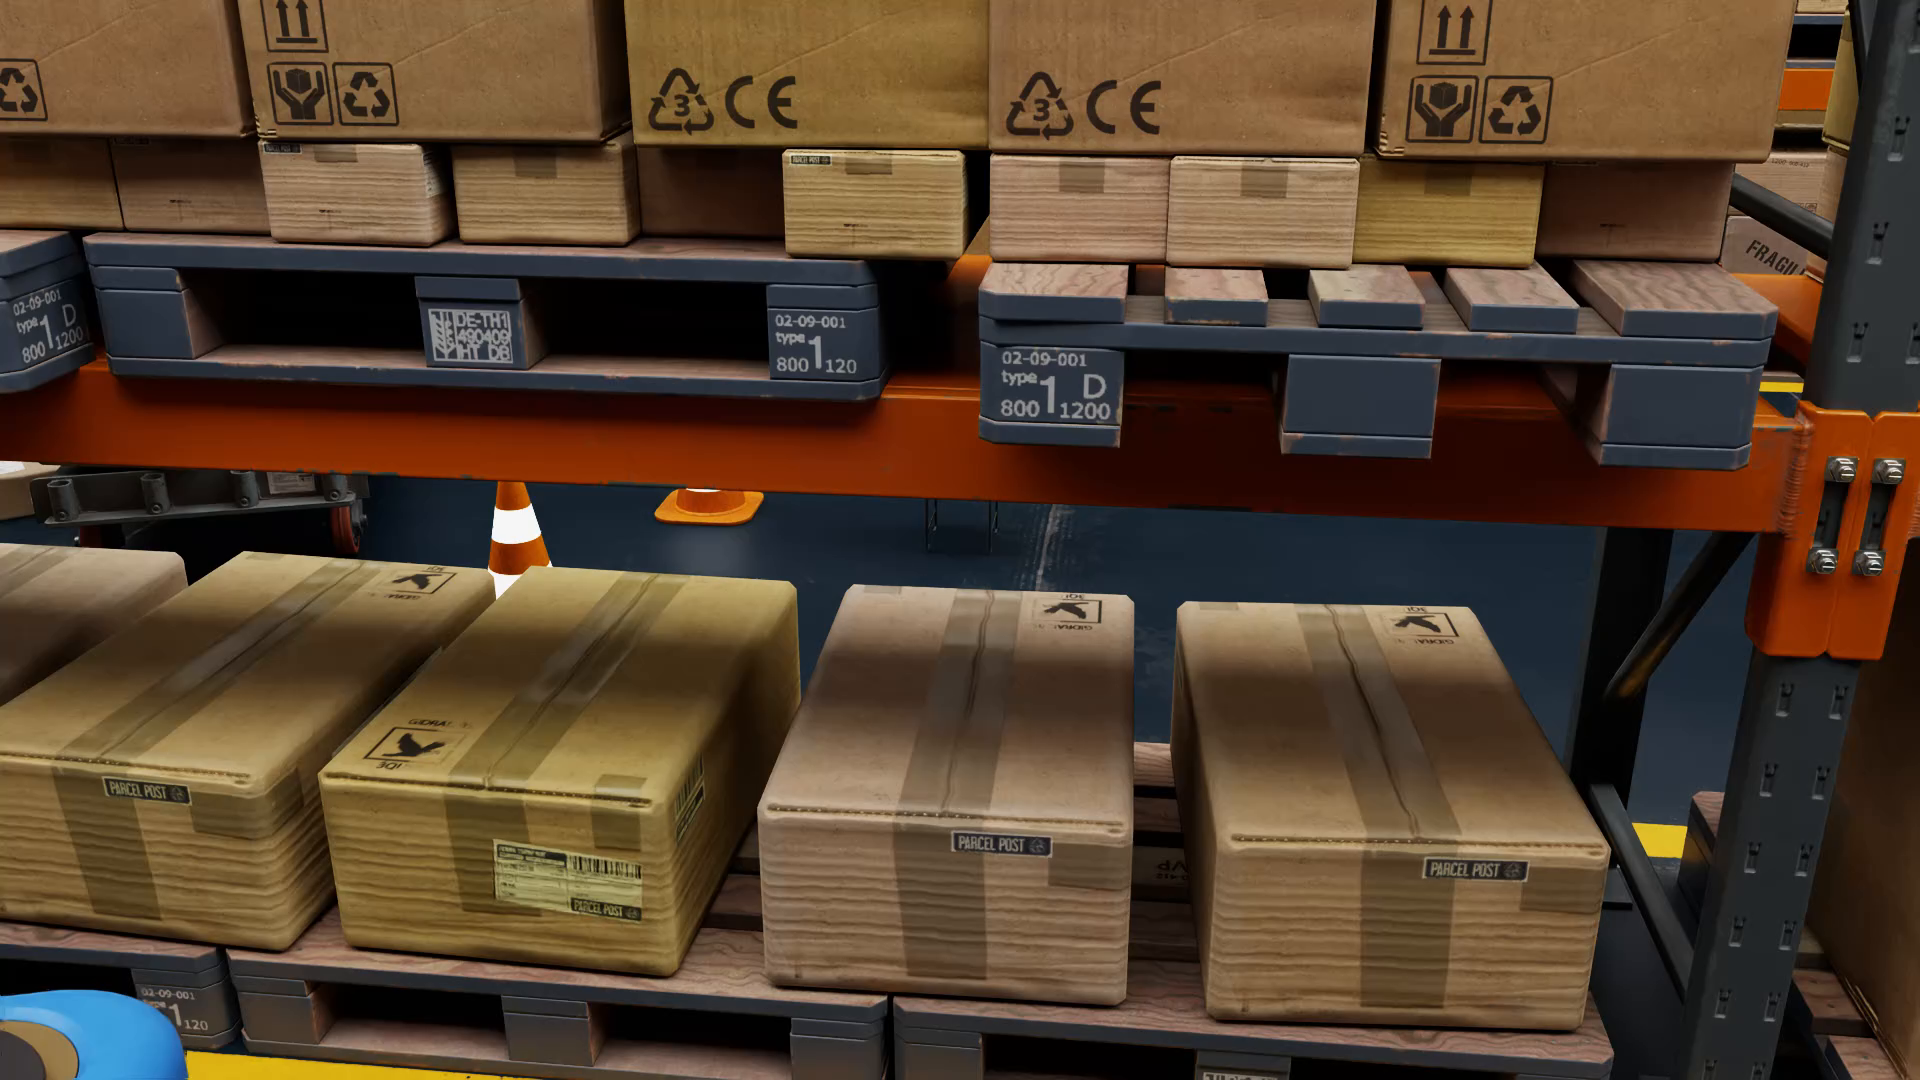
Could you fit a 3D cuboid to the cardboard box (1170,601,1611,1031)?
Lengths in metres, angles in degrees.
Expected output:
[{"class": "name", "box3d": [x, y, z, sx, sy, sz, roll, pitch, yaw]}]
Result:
[{"class": "cardboard box", "box3d": [0.751, 0.477, 3.157, 0.625, 0.372, 0.950, 1, 22, 3]}]

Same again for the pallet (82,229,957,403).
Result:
[{"class": "pallet", "box3d": [-0.660, -0.503, 2.894, 1.213, 0.211, 1.003, 2, 22, 6]}]

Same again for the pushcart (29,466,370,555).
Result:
[{"class": "pushcart", "box3d": [-2.442, -0.310, 5.711, 0.936, 0.377, 1.648, -5, 22, -12]}]

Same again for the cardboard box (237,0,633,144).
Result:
[{"class": "cardboard box", "box3d": [-0.731, -0.884, 2.484, 0.500, 0.500, 0.500, 2, 22, 4]}]

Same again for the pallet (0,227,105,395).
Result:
[{"class": "pallet", "box3d": [-1.919, -0.520, 2.935, 1.213, 0.211, 1.003, 2, 22, 6]}]

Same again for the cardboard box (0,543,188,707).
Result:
[{"class": "cardboard box", "box3d": [-2.140, 0.354, 3.469, 0.625, 0.372, 0.950, 3, 22, 7]}]

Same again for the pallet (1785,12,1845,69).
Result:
[{"class": "pallet", "box3d": [3.764, -2.174, 7.119, 1.213, 0.211, 1.003, 2, 22, 6]}]

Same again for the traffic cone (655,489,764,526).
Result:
[{"class": "traffic cone", "box3d": [-0.859, -0.325, 5.633, 0.334, 0.463, 0.336, 2, 22, 6]}]

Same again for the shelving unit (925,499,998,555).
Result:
[{"class": "shelving unit", "box3d": [0.008, -0.418, 5.273, 0.210, 0.900, 0.258, 2, 22, 6]}]

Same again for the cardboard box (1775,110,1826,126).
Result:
[{"class": "cardboard box", "box3d": [5.812, -3.195, 11.759, 0.875, 0.875, 1.225, 3, 22, 6]}]

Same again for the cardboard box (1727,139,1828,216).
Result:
[{"class": "cardboard box", "box3d": [3.443, -1.549, 7.087, 0.500, 0.250, 0.500, 3, 22, 7]}]

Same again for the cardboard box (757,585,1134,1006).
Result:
[{"class": "cardboard box", "box3d": [0.017, 0.448, 3.230, 0.625, 0.372, 0.950, 2, 22, 5]}]

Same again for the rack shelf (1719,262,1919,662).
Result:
[{"class": "rack shelf", "box3d": [3.297, -0.101, 2.594, 4.000, 0.370, 1.077, 2, 22, 6]}]

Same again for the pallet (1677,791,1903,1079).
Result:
[{"class": "pallet", "box3d": [2.085, 0.836, 3.037, 1.213, 0.211, 1.003, 2, 22, 6]}]

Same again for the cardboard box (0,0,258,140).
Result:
[{"class": "cardboard box", "box3d": [-1.242, -0.902, 2.530, 0.500, 0.500, 0.500, 2, 22, 6]}]

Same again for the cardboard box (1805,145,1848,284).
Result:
[{"class": "cardboard box", "box3d": [1.844, -0.525, 2.892, 0.500, 0.250, 0.500, 2, 22, 4]}]

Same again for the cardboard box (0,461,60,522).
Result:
[{"class": "cardboard box", "box3d": [-3.218, -0.242, 5.692, 0.396, 0.266, 0.258, -14, 25, -31]}]

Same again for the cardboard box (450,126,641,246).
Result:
[{"class": "cardboard box", "box3d": [-0.590, -0.567, 2.564, 0.250, 0.149, 0.380, 2, 22, 5]}]

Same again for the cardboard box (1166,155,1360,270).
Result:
[{"class": "cardboard box", "box3d": [0.428, -0.508, 2.416, 0.250, 0.149, 0.380, 2, 22, 6]}]

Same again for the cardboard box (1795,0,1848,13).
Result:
[{"class": "cardboard box", "box3d": [3.531, -2.262, 6.853, 0.250, 0.149, 0.380, 3, 22, 7]}]

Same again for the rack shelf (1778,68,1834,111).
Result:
[{"class": "rack shelf", "box3d": [3.779, -1.912, 7.176, 4.000, 0.370, 1.077, 2, 22, 6]}]

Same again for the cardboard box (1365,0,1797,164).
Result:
[{"class": "cardboard box", "box3d": [0.827, -0.820, 2.323, 0.500, 0.500, 0.500, 2, 22, 5]}]

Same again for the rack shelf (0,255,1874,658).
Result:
[{"class": "rack shelf", "box3d": [-0.675, -0.274, 3.031, 4.000, 0.370, 1.077, 2, 22, 6]}]

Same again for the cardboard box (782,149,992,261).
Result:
[{"class": "cardboard box", "box3d": [-0.096, -0.529, 2.469, 0.250, 0.149, 0.380, 3, 22, 7]}]

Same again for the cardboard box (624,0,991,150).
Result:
[{"class": "cardboard box", "box3d": [-0.189, -0.860, 2.423, 0.500, 0.500, 0.500, 1, 22, 3]}]

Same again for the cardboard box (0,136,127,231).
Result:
[{"class": "cardboard box", "box3d": [-1.362, -0.609, 2.672, 0.250, 0.149, 0.380, 3, 22, 7]}]

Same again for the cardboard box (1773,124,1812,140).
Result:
[{"class": "cardboard box", "box3d": [3.509, -1.736, 7.559, 0.500, 0.250, 0.500, 3, 22, 8]}]

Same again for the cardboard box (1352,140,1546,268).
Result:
[{"class": "cardboard box", "box3d": [0.683, -0.514, 2.430, 0.250, 0.149, 0.380, 3, 22, 7]}]

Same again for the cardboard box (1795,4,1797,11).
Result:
[{"class": "cardboard box", "box3d": [3.281, -2.274, 6.883, 0.250, 0.149, 0.380, 3, 22, 8]}]

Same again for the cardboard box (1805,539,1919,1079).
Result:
[{"class": "cardboard box", "box3d": [1.987, 0.331, 2.841, 0.875, 0.875, 0.875, 2, 22, 6]}]

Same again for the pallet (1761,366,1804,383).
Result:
[{"class": "pallet", "box3d": [3.777, -0.949, 7.553, 1.213, 0.211, 1.003, 2, 22, 6]}]

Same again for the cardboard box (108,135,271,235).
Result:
[{"class": "cardboard box", "box3d": [-1.116, -0.598, 2.643, 0.250, 0.149, 0.380, 3, 22, 7]}]

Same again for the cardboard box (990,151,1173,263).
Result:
[{"class": "cardboard box", "box3d": [0.179, -0.522, 2.451, 0.250, 0.149, 0.380, 1, 22, 4]}]

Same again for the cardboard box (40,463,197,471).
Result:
[{"class": "cardboard box", "box3d": [-2.481, -0.536, 5.085, 0.500, 0.500, 0.500, 2, 22, 6]}]

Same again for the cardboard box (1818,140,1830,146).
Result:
[{"class": "cardboard box", "box3d": [3.961, -1.527, 7.031, 0.500, 0.250, 0.500, 2, 22, 4]}]

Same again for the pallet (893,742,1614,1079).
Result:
[{"class": "pallet", "box3d": [0.535, 0.740, 3.280, 1.213, 0.211, 1.003, 2, 22, 6]}]

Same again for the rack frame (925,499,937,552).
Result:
[{"class": "rack frame", "box3d": [-0.093, -0.423, 5.285, 0.006, 0.900, 0.240, 2, 22, 6]}]

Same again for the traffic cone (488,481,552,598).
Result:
[{"class": "traffic cone", "box3d": [-1.265, 0.027, 4.741, 0.334, 0.463, 0.336, 2, 22, 6]}]

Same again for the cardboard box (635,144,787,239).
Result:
[{"class": "cardboard box", "box3d": [-0.331, -0.586, 2.612, 0.250, 0.149, 0.380, 3, 22, 7]}]

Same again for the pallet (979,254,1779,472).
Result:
[{"class": "pallet", "box3d": [0.591, -0.425, 2.695, 1.003, 0.211, 1.213, 2, 22, 6]}]

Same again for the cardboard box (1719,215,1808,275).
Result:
[{"class": "cardboard box", "box3d": [3.476, -1.202, 7.228, 0.500, 0.500, 0.500, 2, 22, 5]}]

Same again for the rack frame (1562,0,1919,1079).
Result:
[{"class": "rack frame", "box3d": [1.311, -0.522, 2.680, 0.127, 3.000, 1.000, 2, 22, 6]}]

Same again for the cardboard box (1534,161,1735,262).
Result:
[{"class": "cardboard box", "box3d": [0.958, -0.529, 2.468, 0.250, 0.149, 0.380, 3, 22, 8]}]

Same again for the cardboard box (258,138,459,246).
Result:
[{"class": "cardboard box", "box3d": [-0.858, -0.568, 2.566, 0.250, 0.149, 0.380, 3, 22, 8]}]

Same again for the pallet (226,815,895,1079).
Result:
[{"class": "pallet", "box3d": [-0.673, 0.687, 3.416, 1.213, 0.211, 1.003, 2, 22, 6]}]

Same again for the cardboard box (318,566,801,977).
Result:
[{"class": "cardboard box", "box3d": [-0.735, 0.413, 3.319, 0.625, 0.372, 0.950, 3, 22, 8]}]

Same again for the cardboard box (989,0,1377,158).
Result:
[{"class": "cardboard box", "box3d": [0.312, -0.839, 2.369, 0.500, 0.500, 0.500, 2, 22, 5]}]

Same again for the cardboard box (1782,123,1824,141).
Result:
[{"class": "cardboard box", "box3d": [4.028, -1.716, 7.510, 0.500, 0.250, 0.500, 3, 22, 8]}]

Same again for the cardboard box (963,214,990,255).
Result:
[{"class": "cardboard box", "box3d": [0.331, -1.578, 7.841, 0.750, 0.750, 1.050, 3, 22, 7]}]

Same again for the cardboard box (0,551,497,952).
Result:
[{"class": "cardboard box", "box3d": [-1.426, 0.383, 3.393, 0.625, 0.372, 0.950, 4, 22, 10]}]

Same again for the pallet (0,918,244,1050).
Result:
[{"class": "pallet", "box3d": [-1.888, 0.635, 3.547, 1.213, 0.211, 1.003, 2, 22, 6]}]

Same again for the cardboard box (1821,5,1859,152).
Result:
[{"class": "cardboard box", "box3d": [1.822, -0.756, 2.797, 0.500, 0.250, 0.500, 2, 22, 6]}]

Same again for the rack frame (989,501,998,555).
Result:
[{"class": "rack frame", "box3d": [0.109, -0.414, 5.262, 0.006, 0.900, 0.240, 2, 22, 6]}]
